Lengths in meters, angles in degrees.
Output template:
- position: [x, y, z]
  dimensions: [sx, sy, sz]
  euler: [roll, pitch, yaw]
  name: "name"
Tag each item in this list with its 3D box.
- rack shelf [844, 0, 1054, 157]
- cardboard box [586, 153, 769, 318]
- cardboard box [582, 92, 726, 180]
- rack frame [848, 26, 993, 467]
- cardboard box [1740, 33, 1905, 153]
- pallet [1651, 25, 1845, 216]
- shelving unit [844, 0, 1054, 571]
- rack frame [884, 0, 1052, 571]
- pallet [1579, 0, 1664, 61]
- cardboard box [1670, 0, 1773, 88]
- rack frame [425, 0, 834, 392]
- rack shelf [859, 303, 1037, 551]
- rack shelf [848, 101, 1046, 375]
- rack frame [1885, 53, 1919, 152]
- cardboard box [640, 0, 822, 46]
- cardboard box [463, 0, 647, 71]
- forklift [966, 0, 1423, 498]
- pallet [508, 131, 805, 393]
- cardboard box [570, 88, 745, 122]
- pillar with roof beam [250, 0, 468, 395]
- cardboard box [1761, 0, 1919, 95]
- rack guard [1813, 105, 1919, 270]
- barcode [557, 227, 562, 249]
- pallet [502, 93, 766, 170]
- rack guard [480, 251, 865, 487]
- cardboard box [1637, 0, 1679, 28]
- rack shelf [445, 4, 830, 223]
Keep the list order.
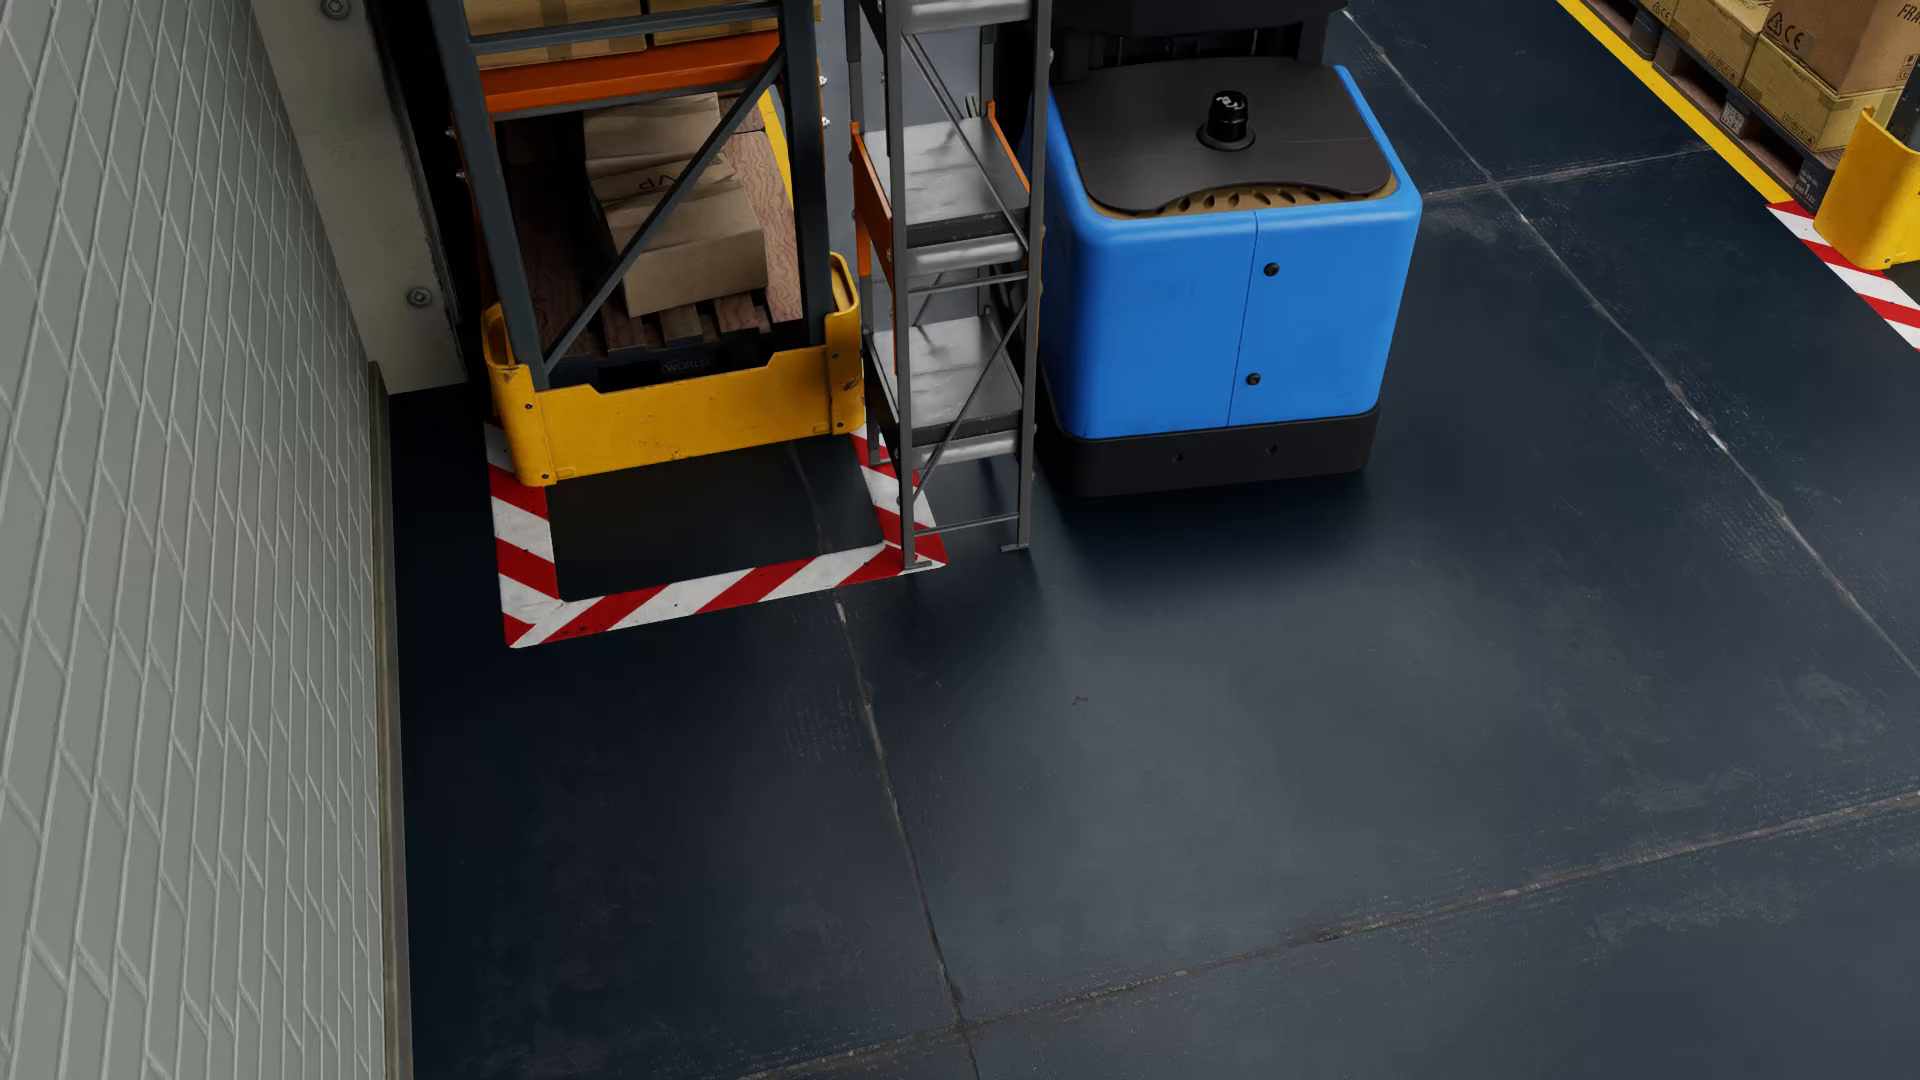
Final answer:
- position: [-0.042, -1.330, 4.122]
  dimensions: [0.431, 0.518, 0.480]
  euler: [-11, 47, -10]
  name: "rack shelf"
- position: [-0.988, -1.092, 5.795]
  dimensions: [0.500, 0.311, 0.500]
  euler: [-16, 48, -15]
  name: "cardboard box"
- position: [-1.134, -1.486, 6.180]
  dimensions: [0.500, 0.311, 0.500]
  euler: [-7, 46, -7]
  name: "cardboard box"
- position: [-0.105, -1.018, 4.777]
  dimensions: [0.400, 2.100, 0.015]
  euler: [-11, 47, -10]
  name: "rack frame"
- position: [3.467, -1.794, 6.539]
  dimensions: [0.500, 0.250, 0.500]
  euler: [-11, 47, -10]
  name: "cardboard box"
- position: [3.653, -1.838, 6.903]
  dimensions: [1.003, 0.211, 1.213]
  euler: [-11, 47, -10]
  name: "pallet"
- position: [-0.042, -0.849, 4.612]
  dimensions: [0.431, 2.100, 0.503]
  euler: [-11, 47, -10]
  name: "shelving unit"
- position: [0.020, -0.681, 4.447]
  dimensions: [0.400, 2.100, 0.015]
  euler: [-11, 47, -10]
  name: "rack frame"
- position: [3.345, -2.679, 7.727]
  dimensions: [1.003, 0.211, 1.213]
  euler: [-11, 47, -10]
  name: "pallet"
- position: [3.327, -2.137, 6.876]
  dimensions: [0.500, 0.250, 0.500]
  euler: [-11, 47, -10]
  name: "cardboard box"
- position: [-0.898, -1.385, 4.507]
  dimensions: [1.000, 3.000, 0.127]
  euler: [-11, 47, -10]
  name: "rack frame"
- position: [-0.042, -0.350, 5.122]
  dimensions: [0.431, 0.518, 0.480]
  euler: [-11, 47, -10]
  name: "rack shelf"
- position: [-0.042, -0.840, 4.622]
  dimensions: [0.431, 0.518, 0.480]
  euler: [-11, 47, -10]
  name: "rack shelf"
- position: [3.890, -2.294, 5.397]
  dimensions: [1.000, 3.000, 0.127]
  euler: [-11, 47, -10]
  name: "rack frame"
- position: [-0.716, -1.735, 4.941]
  dimensions: [0.500, 0.250, 0.500]
  euler: [-12, 47, -11]
  name: "cardboard box"
- position: [-1.205, -1.627, 4.835]
  dimensions: [0.500, 0.250, 0.500]
  euler: [-10, 46, -10]
  name: "cardboard box"
- position: [0.624, -2.222, 5.376]
  dimensions: [1.130, 2.935, 3.031]
  euler: [-6, 46, -5]
  name: "forklift"
- position: [-1.091, -1.029, 6.111]
  dimensions: [1.003, 0.211, 1.213]
  euler: [-11, 47, -10]
  name: "pallet"
- position: [-1.274, -2.068, 6.618]
  dimensions: [0.700, 0.500, 0.500]
  euler: [-13, 47, -13]
  name: "cardboard box"
- position: [2.248, -4.597, 3.455]
  dimensions: [9.100, 9.000, 0.400]
  euler: [-11, 47, -10]
  name: "pillar with roof beam"
- position: [3.465, -2.056, 6.271]
  dimensions: [0.500, 0.500, 0.500]
  euler: [-11, 47, -10]
  name: "cardboard box"
- position: [3.896, -1.402, 6.274]
  dimensions: [1.175, 0.500, 0.348]
  euler: [-11, 47, -10]
  name: "rack guard"
- position: [-1.379, -1.035, 5.732]
  dimensions: [0.001, 0.075, 0.075]
  euler: [-11, 47, -10]
  name: "barcode"
- position: [-1.400, -1.870, 6.935]
  dimensions: [1.003, 0.211, 1.213]
  euler: [-11, 47, -10]
  name: "pallet"
- position: [-0.917, -0.563, 5.451]
  dimensions: [1.175, 0.500, 0.348]
  euler: [-11, 47, -10]
  name: "rack guard"
- position: [3.197, -2.482, 7.214]
  dimensions: [0.500, 0.250, 0.500]
  euler: [-11, 47, -10]
  name: "cardboard box"
- position: [-1.410, -2.514, 6.117]
  dimensions: [1.077, 0.370, 4.000]
  euler: [-11, 47, -10]
  name: "rack shelf"
